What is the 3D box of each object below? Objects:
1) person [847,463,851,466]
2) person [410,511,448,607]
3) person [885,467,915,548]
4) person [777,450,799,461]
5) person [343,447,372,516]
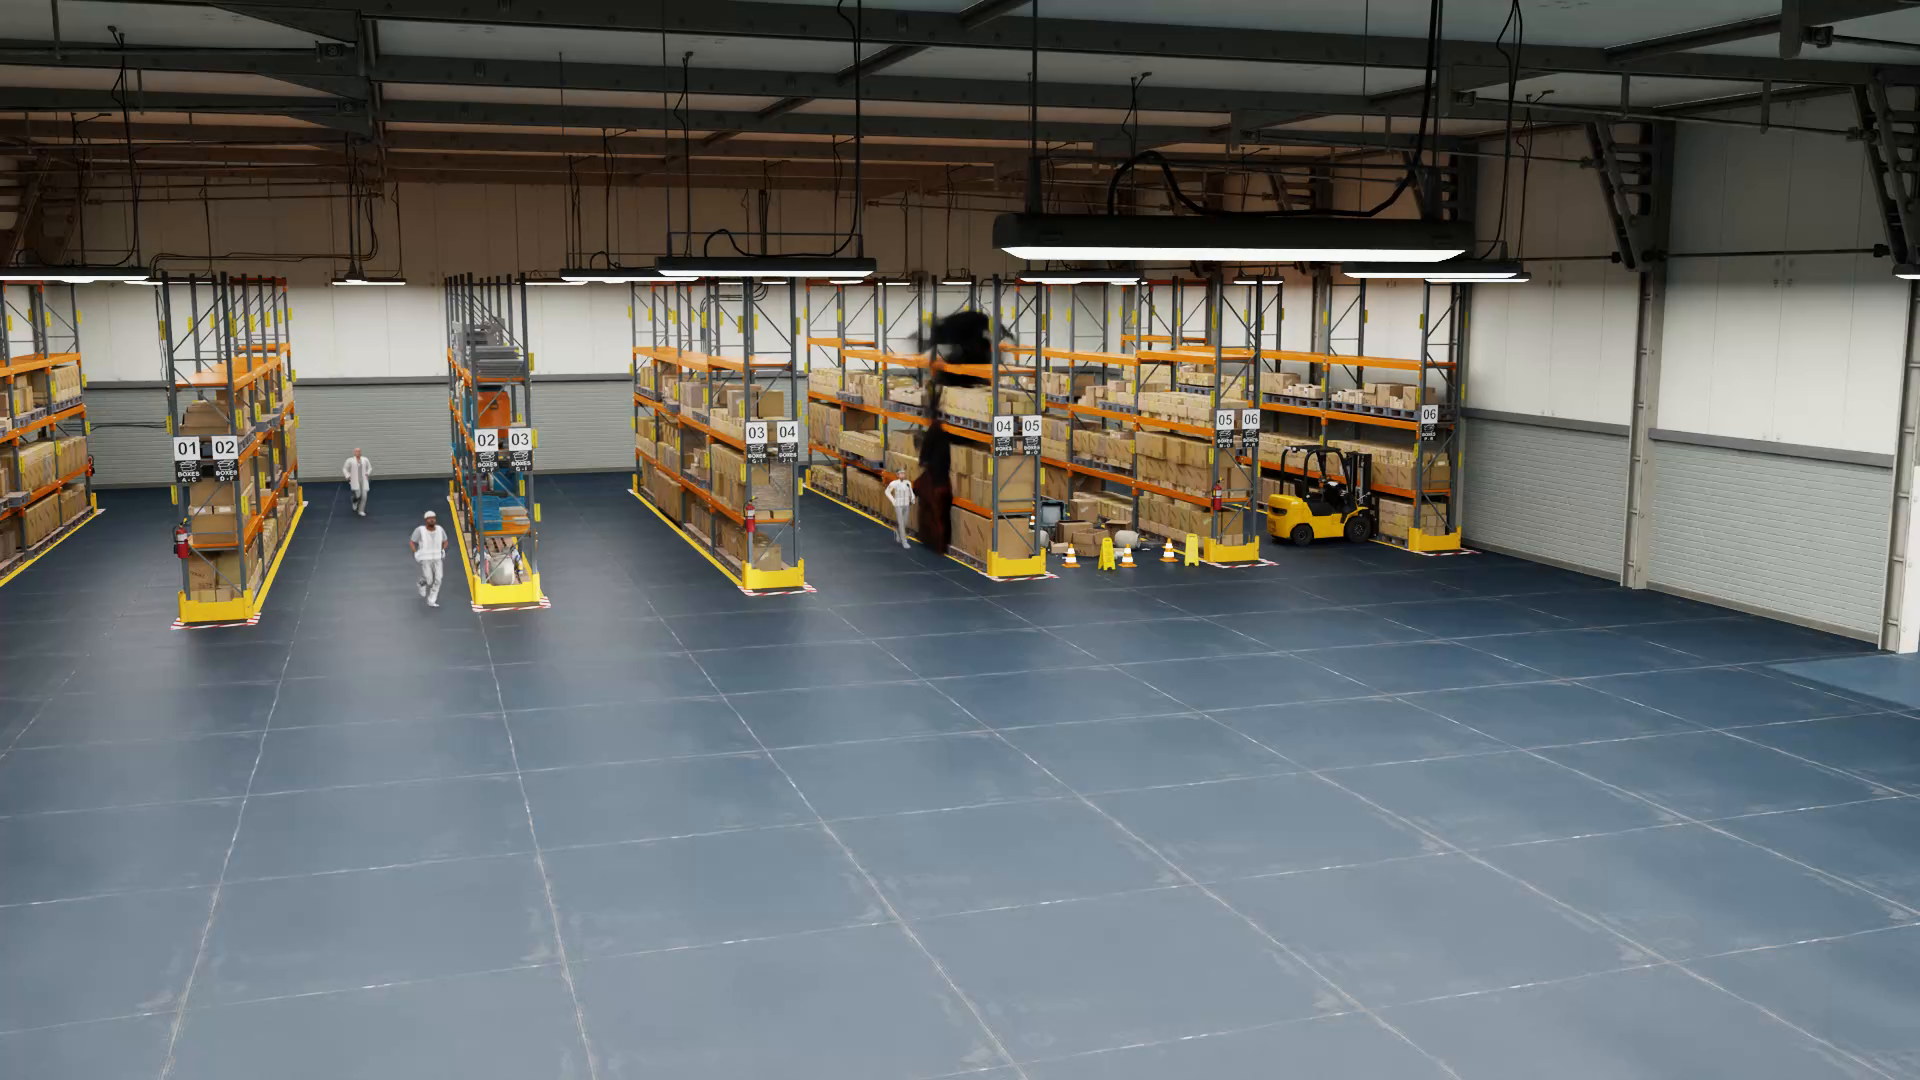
[{"bbox_3d":[-3.447,-2.617,50.004,0.691,1.696,0.587,-5,10,-29],"label":"person"},{"bbox_3d":[-9.608,0.332,30.195,0.682,1.732,0.595,-6,11,-36],"label":"person"},{"bbox_3d":[-1.247,-0.709,35.366,0.618,1.705,0.717,-4,10,-25],"label":"person"},{"bbox_3d":[-4.673,-1.930,45.094,0.650,1.756,0.636,-2,9,-12],"label":"person"},{"bbox_3d":[-15.245,-1.484,42.180,0.710,1.728,0.638,-6,10,-33],"label":"person"}]
